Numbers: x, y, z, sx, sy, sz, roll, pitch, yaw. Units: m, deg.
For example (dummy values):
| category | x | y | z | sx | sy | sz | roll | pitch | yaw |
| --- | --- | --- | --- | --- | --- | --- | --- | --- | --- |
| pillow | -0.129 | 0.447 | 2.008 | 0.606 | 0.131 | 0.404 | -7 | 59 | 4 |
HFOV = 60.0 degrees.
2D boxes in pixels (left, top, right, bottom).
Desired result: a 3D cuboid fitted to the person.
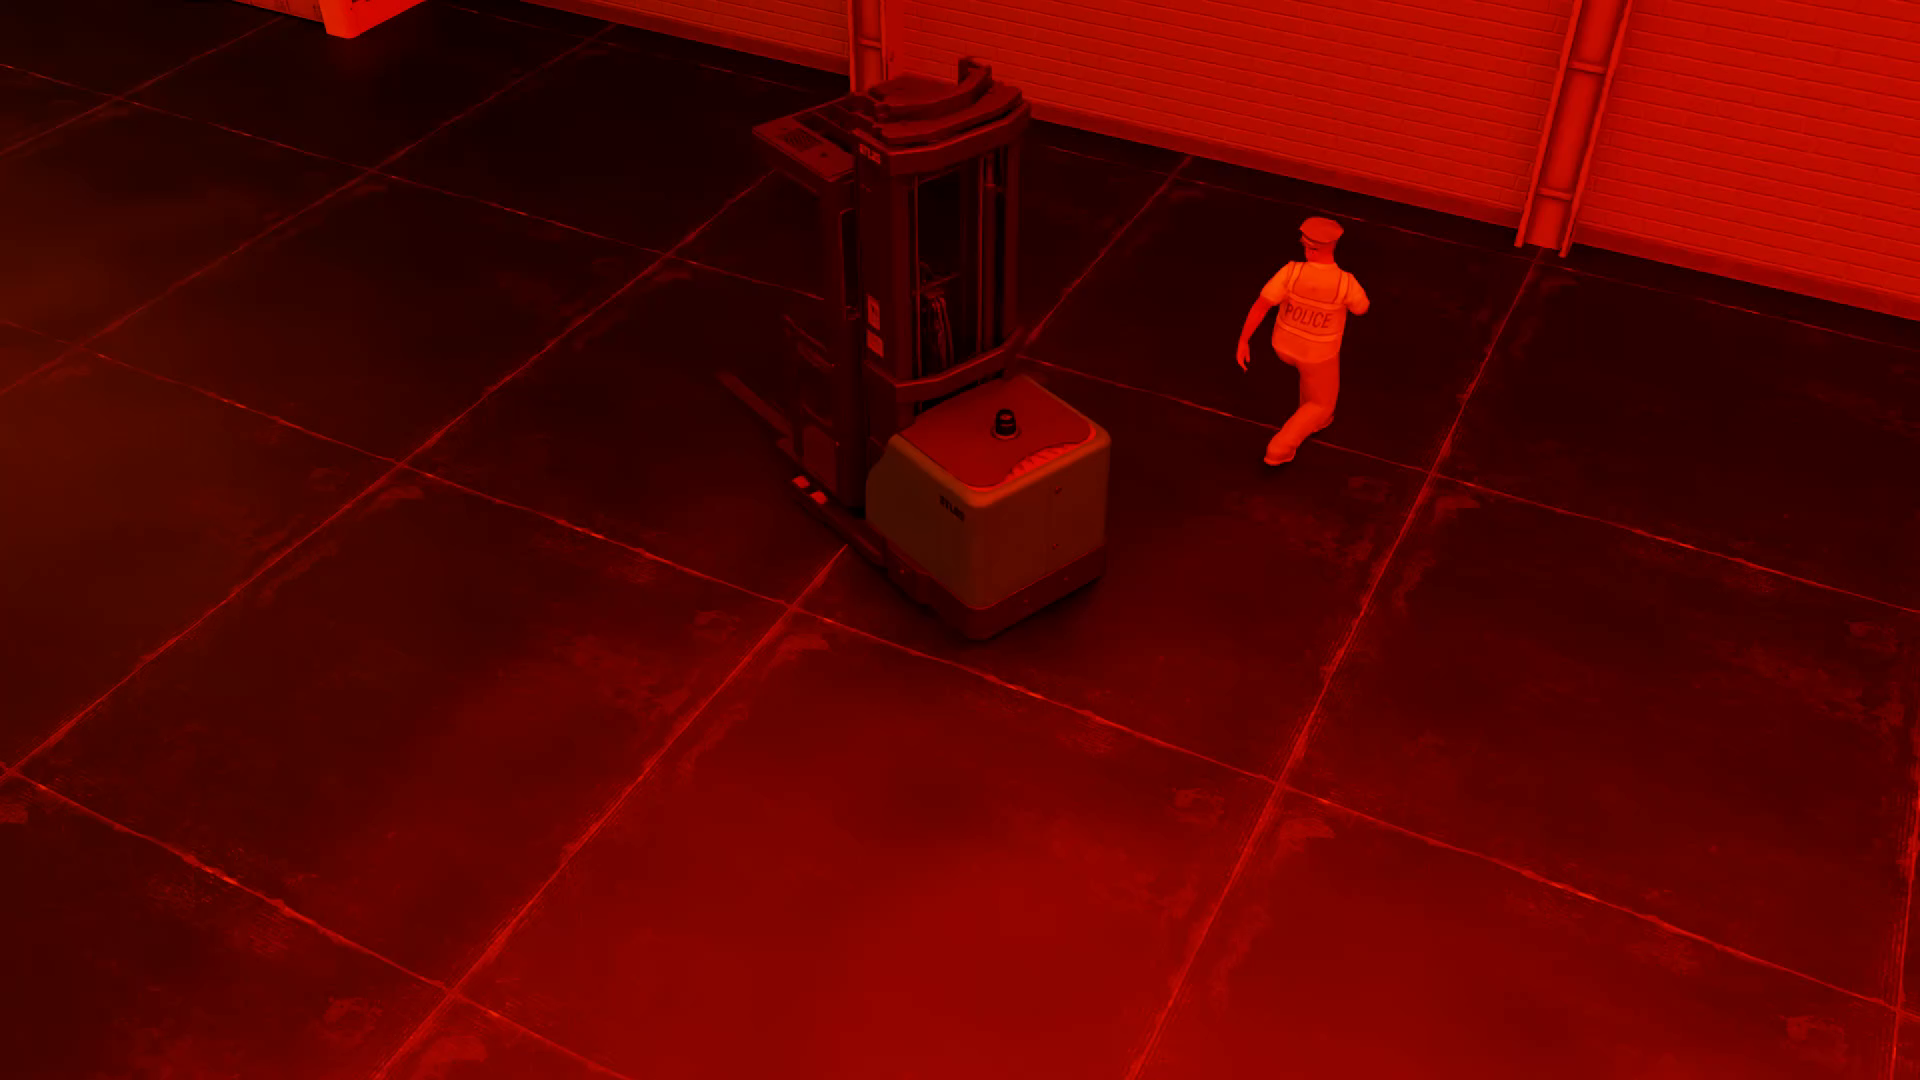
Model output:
| category | x | y | z | sx | sy | sz | roll | pitch | yaw |
| --- | --- | --- | --- | --- | --- | --- | --- | --- | --- |
| person | 2.205 | -1.245 | 10.483 | 0.567 | 1.673 | 0.925 | 30 | 49 | 31 |

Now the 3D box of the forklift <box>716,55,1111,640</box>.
| category | x | y | z | sx | sy | sz | roll | pitch | yaw |
| --- | --- | --- | --- | --- | --- | --- | --- | --- | --- |
| forklift | -0.447 | -1.441 | 9.698 | 1.130 | 2.935 | 3.031 | -27 | 47 | -29 |
